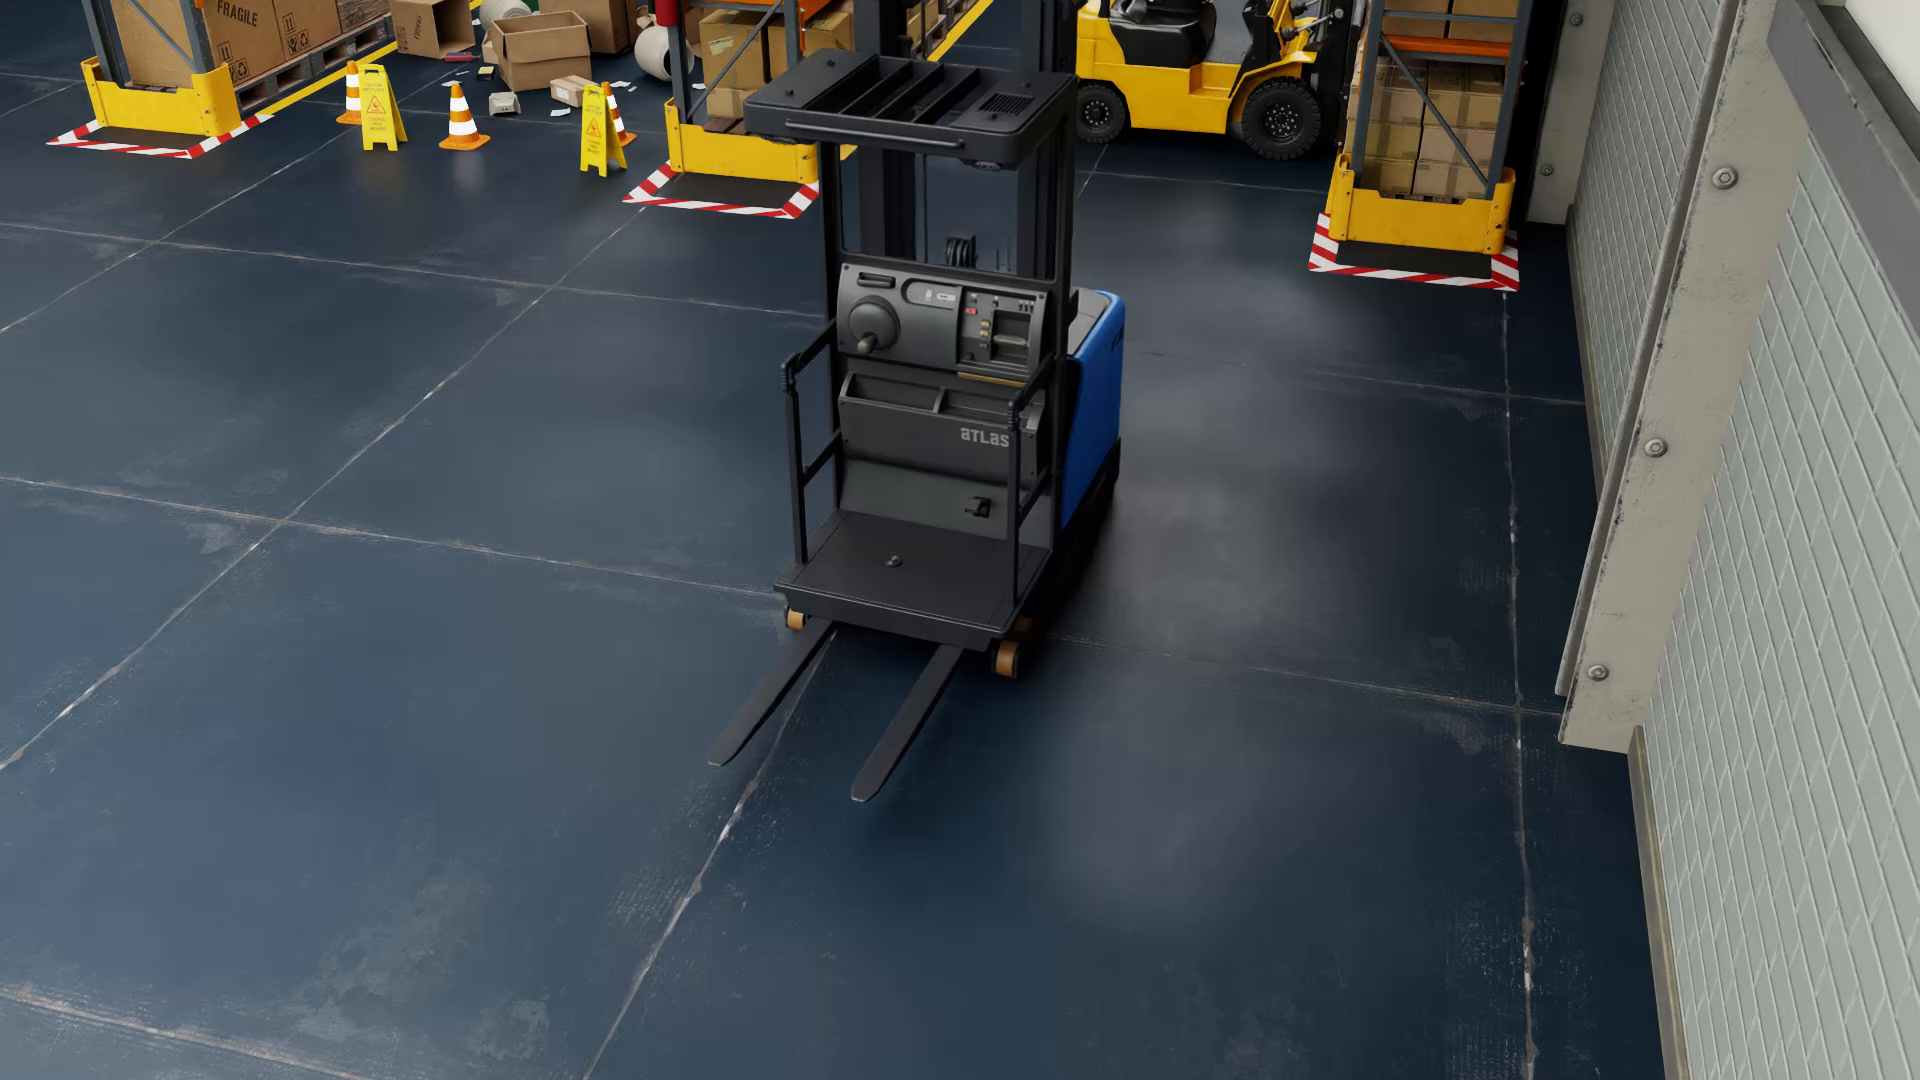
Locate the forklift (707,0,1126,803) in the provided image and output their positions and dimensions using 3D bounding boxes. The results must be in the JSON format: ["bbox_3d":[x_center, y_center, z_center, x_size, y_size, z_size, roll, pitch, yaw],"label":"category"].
[{"bbox_3d":[-0.154,-0.884,6.908,1.130,2.935,3.031,11,34,17],"label":"forklift"}]

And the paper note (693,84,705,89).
[{"bbox_3d":[-2.249,-3.945,14.427,0.142,0.019,0.148,-3,33,-4],"label":"paper note"}]

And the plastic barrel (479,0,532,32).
[{"bbox_3d":[-4.239,-4.865,15.508,0.421,0.421,0.512,-21,38,-29],"label":"plastic barrel"}]

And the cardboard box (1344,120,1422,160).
[{"bbox_3d":[2.987,-2.901,11.724,0.500,0.250,0.500,8,33,12],"label":"cardboard box"}]

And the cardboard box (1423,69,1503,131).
[{"bbox_3d":[3.471,-3.041,11.477,0.500,0.250,0.500,8,33,12],"label":"cardboard box"}]

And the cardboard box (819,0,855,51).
[{"bbox_3d":[-1.030,-4.051,13.299,0.500,0.500,0.500,7,33,11],"label":"cardboard box"}]

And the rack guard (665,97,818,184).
[{"bbox_3d":[-1.617,-3.037,12.561,1.175,0.500,0.348,8,33,12],"label":"rack guard"}]

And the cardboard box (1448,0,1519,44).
[{"bbox_3d":[3.560,-3.640,11.086,0.500,0.500,0.500,9,34,14],"label":"cardboard box"}]

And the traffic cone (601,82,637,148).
[{"bbox_3d":[-2.775,-3.380,13.136,0.336,0.463,0.334,8,33,12],"label":"traffic cone"}]

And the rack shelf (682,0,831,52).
[{"bbox_3d":[-1.129,-4.787,13.654,1.077,0.370,4.000,8,33,12],"label":"rack shelf"}]

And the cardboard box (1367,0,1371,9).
[{"bbox_3d":[3.500,-4.161,13.239,0.500,0.250,0.500,9,34,14],"label":"cardboard box"}]

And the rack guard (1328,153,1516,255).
[{"bbox_3d":[3.160,-2.311,11.419,1.175,0.500,0.348,8,33,12],"label":"rack guard"}]

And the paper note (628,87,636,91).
[{"bbox_3d":[-2.830,-3.902,14.378,0.032,0.001,0.123,8,33,12],"label":"paper note"}]

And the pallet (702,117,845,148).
[{"bbox_3d":[-1.377,-3.332,13.294,1.003,0.211,1.213,8,33,12],"label":"pallet"}]

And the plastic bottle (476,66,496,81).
[{"bbox_3d":[-4.184,-4.132,14.693,0.133,0.061,0.283,-3,33,-4],"label":"plastic bottle"}]

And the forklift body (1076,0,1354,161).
[{"bbox_3d":[1.882,-4.253,12.935,2.313,2.155,1.214,8,33,12],"label":"forklift body"}]

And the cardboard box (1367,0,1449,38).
[{"bbox_3d":[3.037,-3.712,11.199,0.500,0.500,0.500,7,33,11],"label":"cardboard box"}]

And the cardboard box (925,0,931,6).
[{"bbox_3d":[-0.512,-5.118,14.977,0.500,0.500,0.500,8,33,12],"label":"cardboard box"}]

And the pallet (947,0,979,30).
[{"bbox_3d":[-0.425,-5.355,16.477,1.003,0.211,1.213,8,33,12],"label":"pallet"}]

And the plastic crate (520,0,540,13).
[{"bbox_3d":[-4.212,-5.319,16.388,0.662,0.188,0.450,-28,32,-37],"label":"plastic crate"}]

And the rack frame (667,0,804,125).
[{"bbox_3d":[-1.636,-4.052,11.828,1.000,3.000,0.127,8,33,12],"label":"rack frame"}]

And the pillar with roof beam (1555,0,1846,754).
[{"bbox_3d":[-1.472,-3.621,5.559,9.100,9.000,0.400,8,33,12],"label":"pillar with roof beam"}]

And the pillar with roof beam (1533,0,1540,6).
[{"bbox_3d":[1.573,-9.848,15.354,9.100,9.000,0.400,8,33,12],"label":"pillar with roof beam"}]

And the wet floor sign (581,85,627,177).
[{"bbox_3d":[-2.720,-3.106,12.534,0.267,0.644,0.232,20,38,29],"label":"wet floor sign"}]

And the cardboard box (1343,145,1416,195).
[{"bbox_3d":[2.979,-2.682,11.845,0.500,0.250,0.500,8,33,13],"label":"cardboard box"}]

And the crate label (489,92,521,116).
[{"bbox_3d":[-3.795,-3.634,13.839,0.250,0.136,0.298,-8,33,-13],"label":"crate label"}]

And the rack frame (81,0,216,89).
[{"bbox_3d":[-6.450,-4.674,12.806,1.000,3.000,0.127,8,33,12],"label":"rack frame"}]

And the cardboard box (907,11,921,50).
[{"bbox_3d":[-0.637,-4.524,14.742,0.500,0.250,0.500,7,33,11],"label":"cardboard box"}]

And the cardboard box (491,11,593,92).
[{"bbox_3d":[-3.639,-4.255,14.474,0.797,0.503,0.637,-14,35,-21],"label":"cardboard box"}]

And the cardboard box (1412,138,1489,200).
[{"bbox_3d":[3.480,-2.624,11.752,0.500,0.250,0.500,8,33,13],"label":"cardboard box"}]

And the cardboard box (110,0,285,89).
[{"bbox_3d":[-6.342,-4.315,13.831,0.875,0.875,0.875,8,33,13],"label":"cardboard box"}]

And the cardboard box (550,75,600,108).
[{"bbox_3d":[-3.258,-3.804,14.095,0.380,0.149,0.250,28,42,36],"label":"cardboard box"}]

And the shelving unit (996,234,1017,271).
[{"bbox_3d":[0.325,-0.980,8.674,0.258,1.200,0.189,11,34,17],"label":"shelving unit"}]

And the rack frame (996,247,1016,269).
[{"bbox_3d":[0.294,-0.934,8.601,0.240,1.200,0.006,11,34,17],"label":"rack frame"}]

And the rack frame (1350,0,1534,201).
[{"bbox_3d":[3.166,-3.378,10.768,1.000,3.000,0.127,8,33,12],"label":"rack frame"}]

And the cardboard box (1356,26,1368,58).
[{"bbox_3d":[3.223,-3.628,12.400,0.500,0.250,0.500,8,33,13],"label":"cardboard box"}]

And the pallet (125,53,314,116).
[{"bbox_3d":[-6.323,-3.923,14.224,1.003,0.211,1.213,8,33,12],"label":"pallet"}]

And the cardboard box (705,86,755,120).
[{"bbox_3d":[-1.685,-3.538,13.190,0.500,0.250,0.500,8,33,12],"label":"cardboard box"}]

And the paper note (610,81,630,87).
[{"bbox_3d":[-2.961,-3.976,14.487,0.148,0.019,0.142,20,38,29],"label":"paper note"}]

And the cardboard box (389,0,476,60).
[{"bbox_3d":[-4.836,-4.750,15.254,0.500,0.500,0.500,14,35,21],"label":"cardboard box"}]

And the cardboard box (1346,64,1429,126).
[{"bbox_3d":[2.981,-3.099,11.568,0.500,0.250,0.500,9,34,14],"label":"cardboard box"}]

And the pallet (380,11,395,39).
[{"bbox_3d":[-5.704,-5.189,16.215,1.003,0.211,1.213,8,33,12],"label":"pallet"}]

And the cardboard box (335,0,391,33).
[{"bbox_3d":[-5.887,-5.245,15.293,0.875,0.875,0.875,8,33,13],"label":"cardboard box"}]

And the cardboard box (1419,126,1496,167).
[{"bbox_3d":[3.486,-2.822,11.599,0.500,0.250,0.500,9,33,13],"label":"cardboard box"}]
